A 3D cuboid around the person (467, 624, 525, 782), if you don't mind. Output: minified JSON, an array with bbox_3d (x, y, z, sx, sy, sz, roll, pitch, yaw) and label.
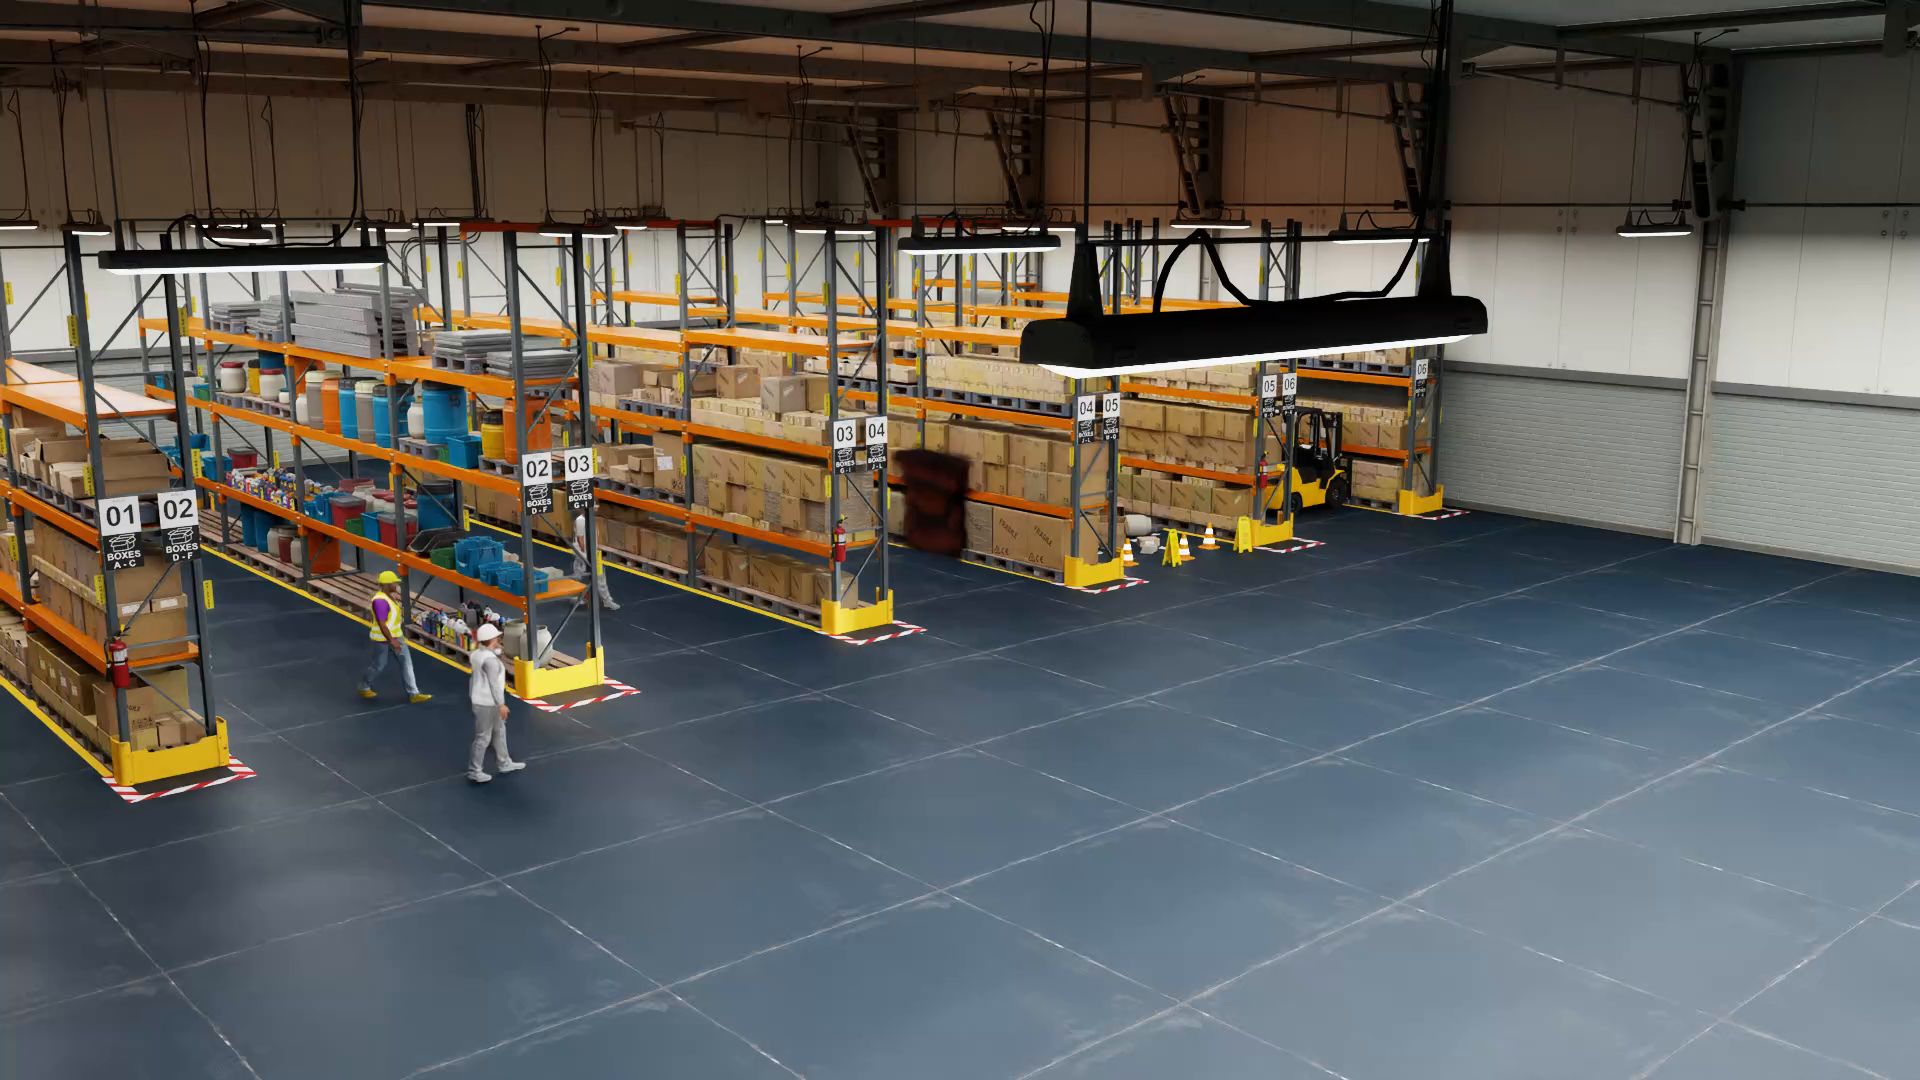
[{"bbox_3d":[-5.203,1.803,18.518,0.640,1.762,0.548,-3,12,-16],"label":"person"}]

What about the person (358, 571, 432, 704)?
[{"bbox_3d":[-7.330,1.257,21.299,1.048,1.727,0.493,5,13,25],"label":"person"}]

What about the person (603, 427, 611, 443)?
[{"bbox_3d":[-9.137,-3.188,43.319,0.545,1.787,0.583,6,13,26],"label":"person"}]

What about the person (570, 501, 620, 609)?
[{"bbox_3d":[-5.871,0.209,26.285,0.953,1.737,0.484,9,15,38],"label":"person"}]
